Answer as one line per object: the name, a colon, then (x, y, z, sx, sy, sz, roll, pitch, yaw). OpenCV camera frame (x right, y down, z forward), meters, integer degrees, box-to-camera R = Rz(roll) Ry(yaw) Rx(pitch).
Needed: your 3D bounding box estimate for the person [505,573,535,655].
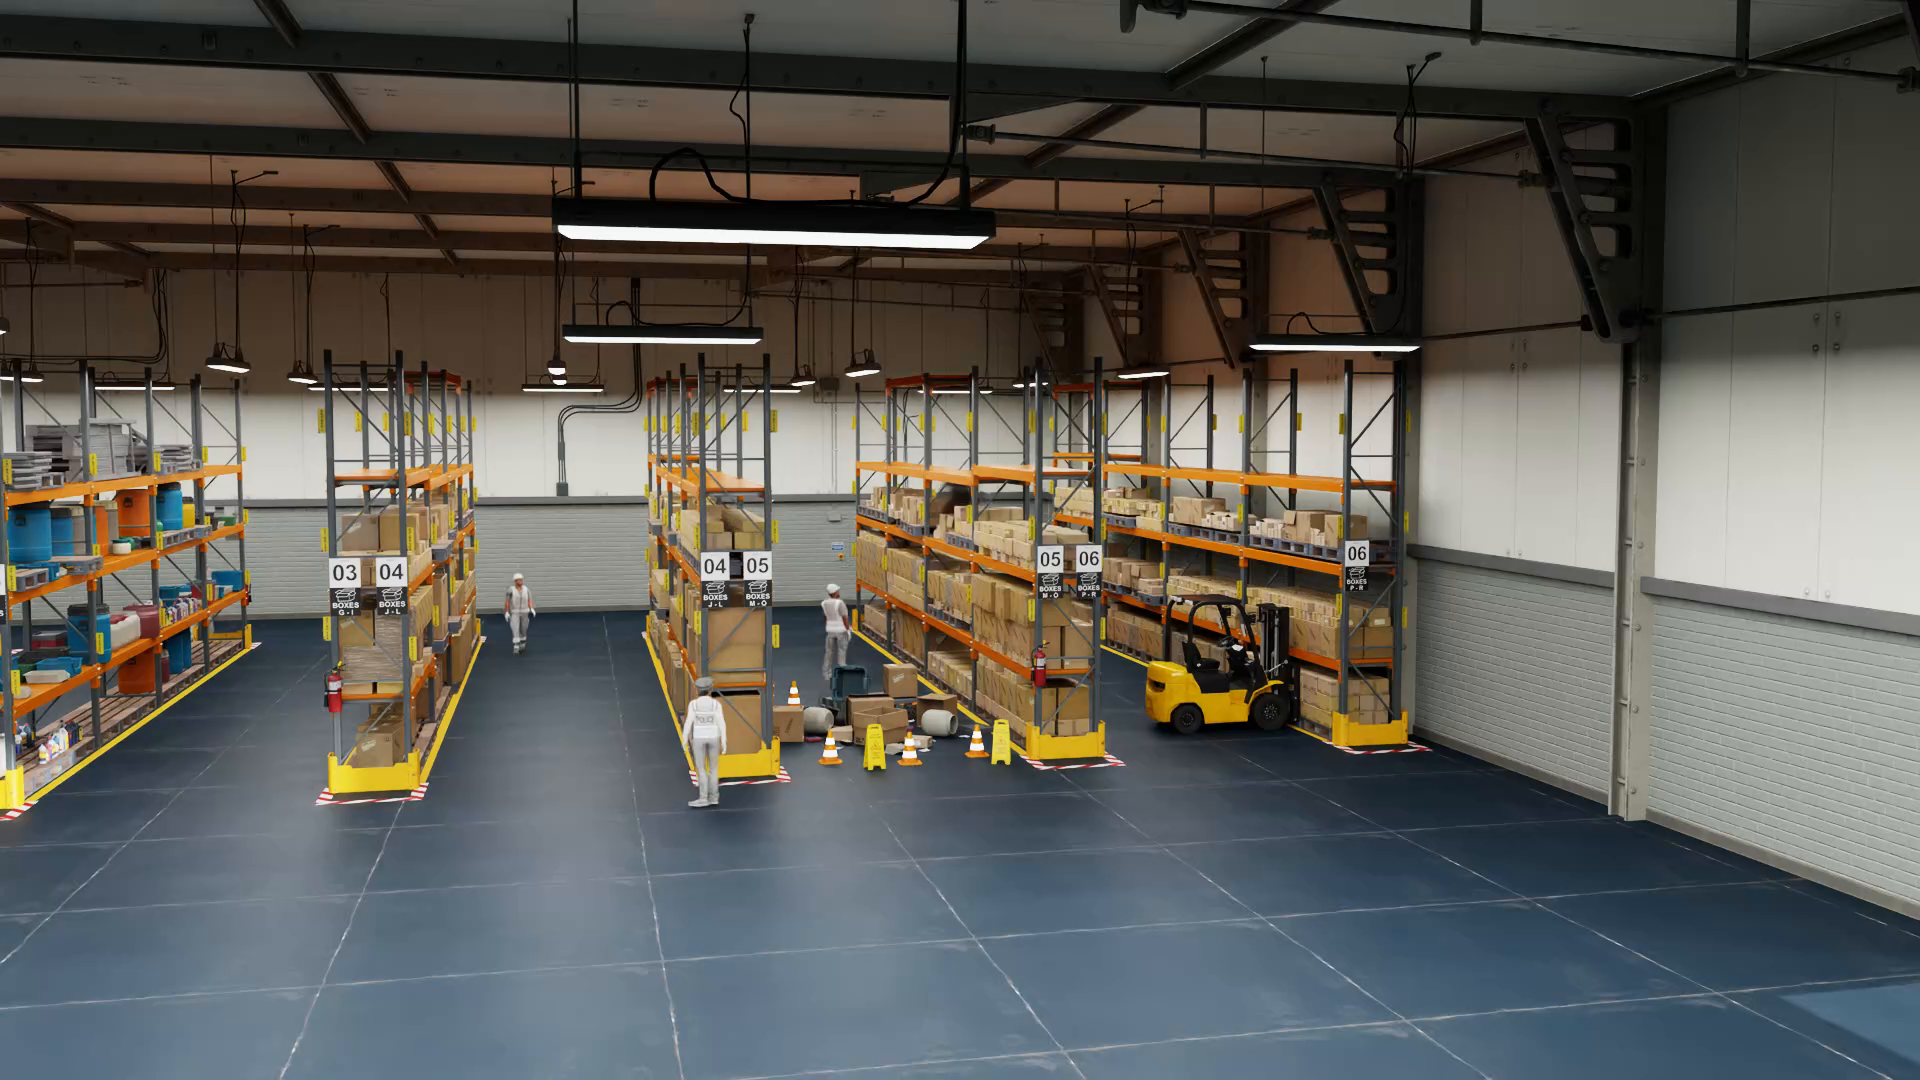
person: (-9.578, 1.593, 36.121, 0.600, 1.730, 1.060, -1, 4, -16)

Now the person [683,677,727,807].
person: (-3.346, 2.646, 21.811, 0.568, 1.708, 0.362, -1, 4, -11)

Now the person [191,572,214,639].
person: (-17.684, 1.476, 38.814, 0.571, 1.613, 1.032, -1, 4, -10)

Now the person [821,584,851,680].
person: (-2.246, 1.688, 30.580, 0.612, 1.787, 0.504, 2, 4, 22)
